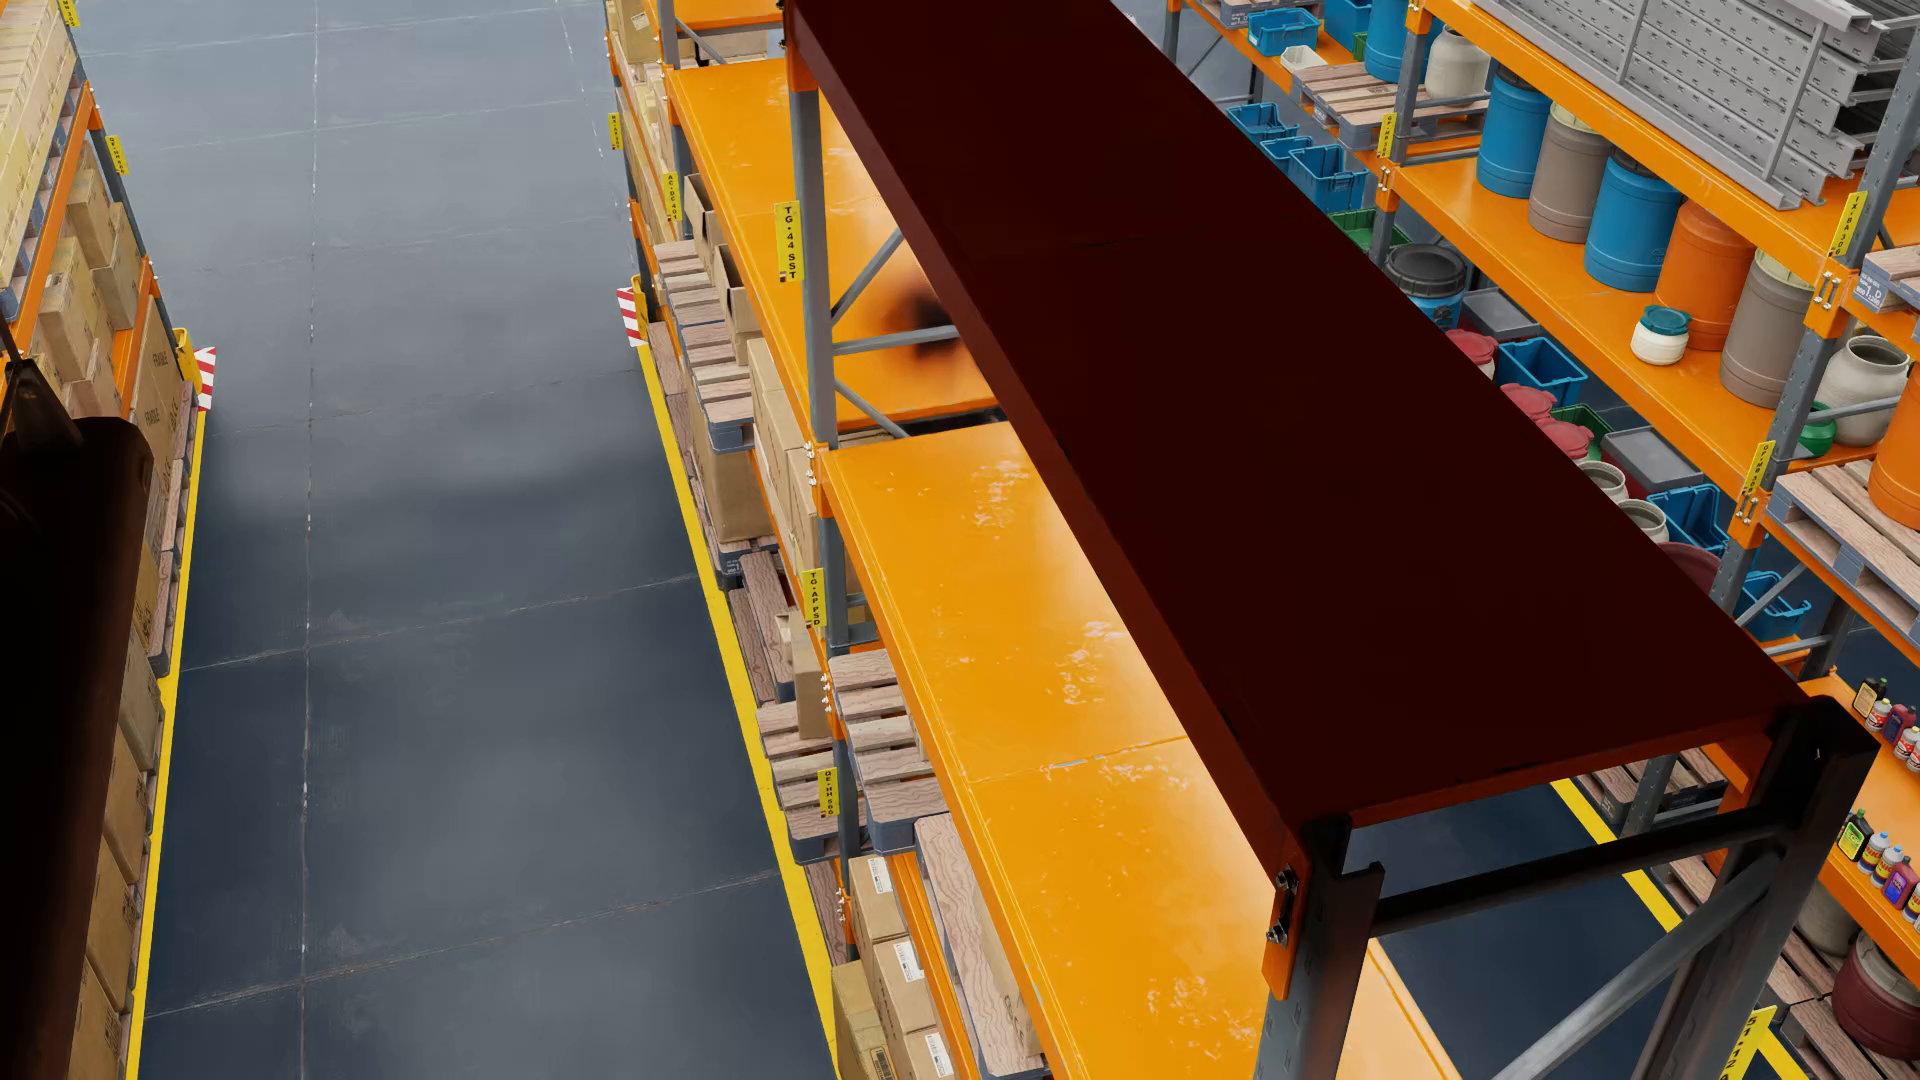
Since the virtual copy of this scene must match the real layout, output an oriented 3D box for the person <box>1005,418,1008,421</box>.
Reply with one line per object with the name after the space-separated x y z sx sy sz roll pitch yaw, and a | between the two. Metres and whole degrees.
0.478 -0.463 11.541 0.644 1.754 0.592 -15 41 -18 | person
